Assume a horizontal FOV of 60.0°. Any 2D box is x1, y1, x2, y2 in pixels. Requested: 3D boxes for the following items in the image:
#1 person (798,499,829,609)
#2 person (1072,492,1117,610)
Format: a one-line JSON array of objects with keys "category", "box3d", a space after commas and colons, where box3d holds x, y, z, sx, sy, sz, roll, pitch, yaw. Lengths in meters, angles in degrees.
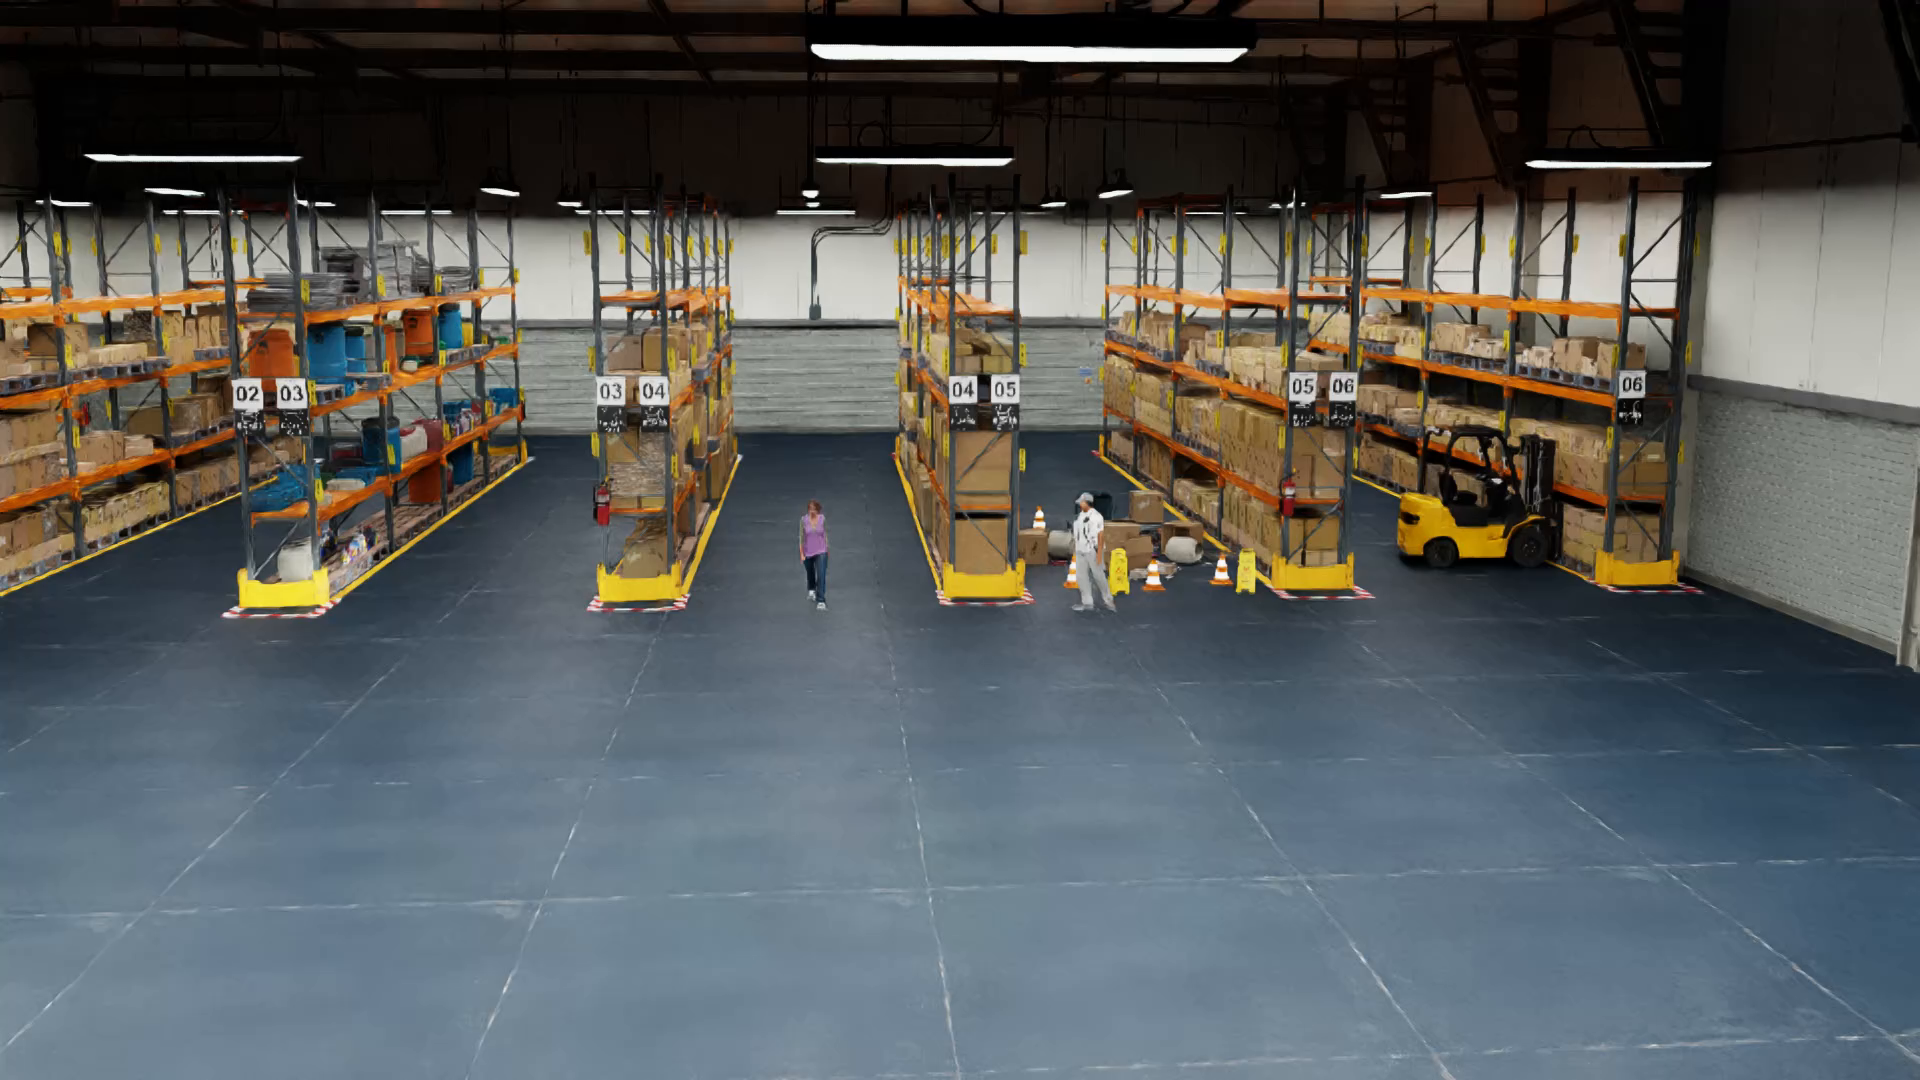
[{"category": "person", "box3d": [-2.054, 0.164, 23.326, 0.417, 1.517, 1.037, 0, 10, -2]}, {"category": "person", "box3d": [1.868, 0.158, 23.124, 0.558, 1.649, 0.597, -6, 12, -33]}]
